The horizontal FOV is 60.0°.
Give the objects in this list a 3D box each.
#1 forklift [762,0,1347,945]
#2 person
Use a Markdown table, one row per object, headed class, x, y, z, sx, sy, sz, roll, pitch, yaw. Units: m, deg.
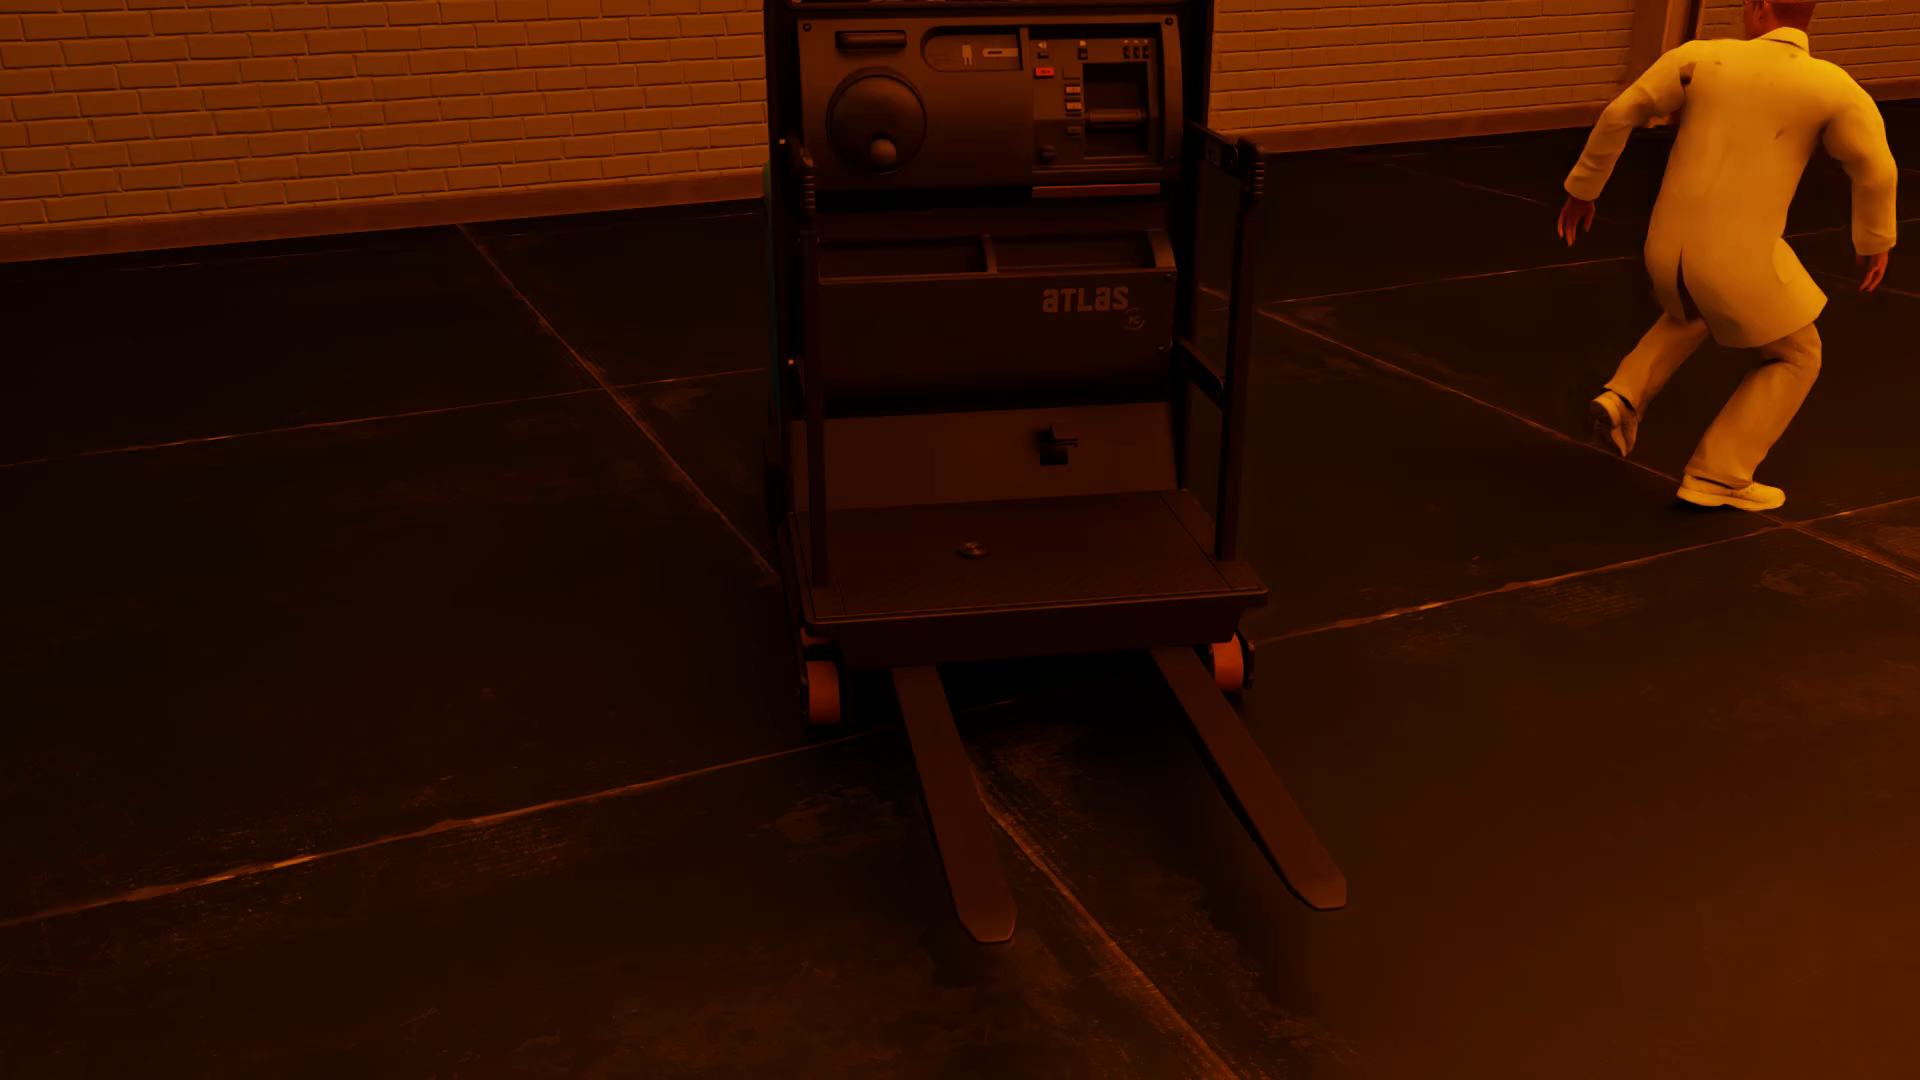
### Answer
| class | x | y | z | sx | sy | sz | roll | pitch | yaw |
| --- | --- | --- | --- | --- | --- | --- | --- | --- | --- |
| forklift | 0.115 | -1.049 | 3.811 | 1.130 | 2.935 | 3.031 | -4 | 23 | -9 |
| person | 2.402 | -0.935 | 5.206 | 0.642 | 1.678 | 0.868 | -14 | 26 | -30 |
